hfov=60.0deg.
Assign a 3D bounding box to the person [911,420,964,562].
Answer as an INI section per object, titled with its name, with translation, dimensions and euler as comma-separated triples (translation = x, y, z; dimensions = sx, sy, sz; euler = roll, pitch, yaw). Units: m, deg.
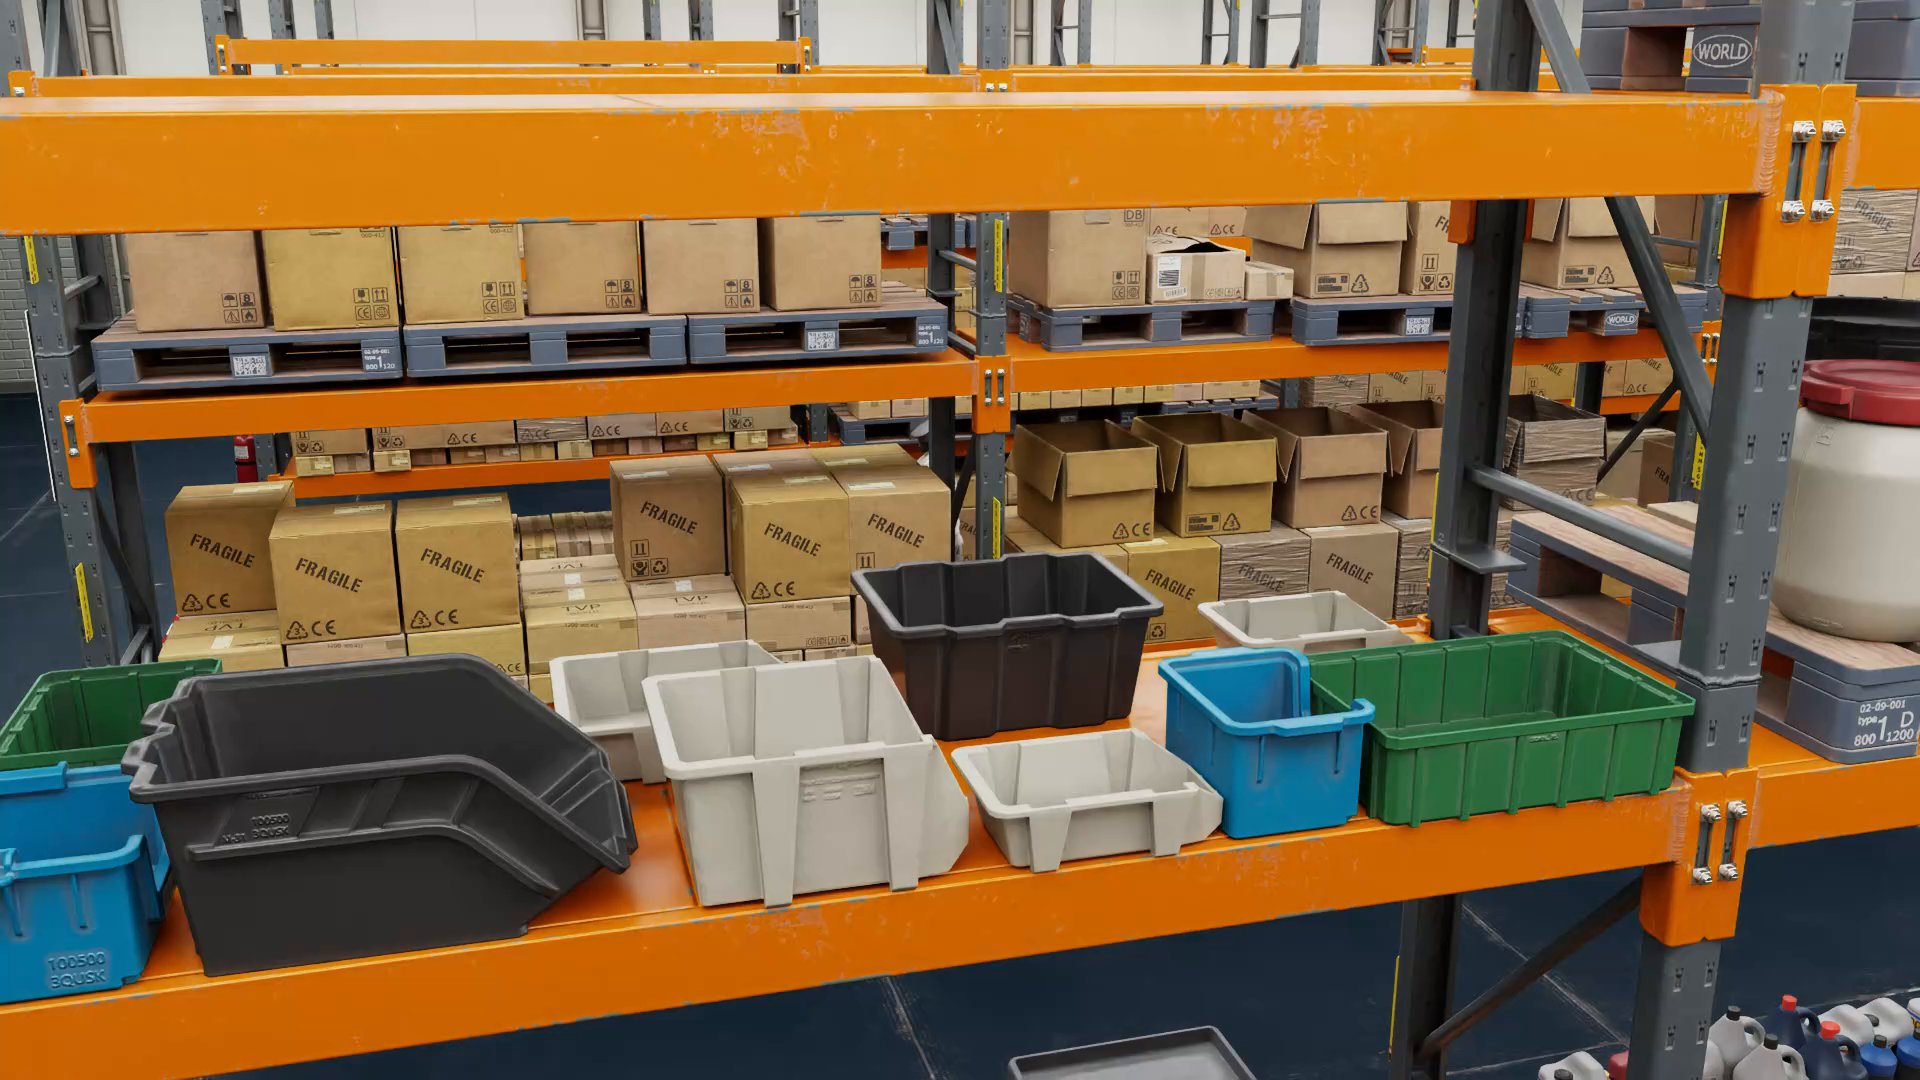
[person]
translation = -0.077, -0.070, 12.184
dimensions = 0.530, 1.694, 0.586
euler = -5, 17, -15
